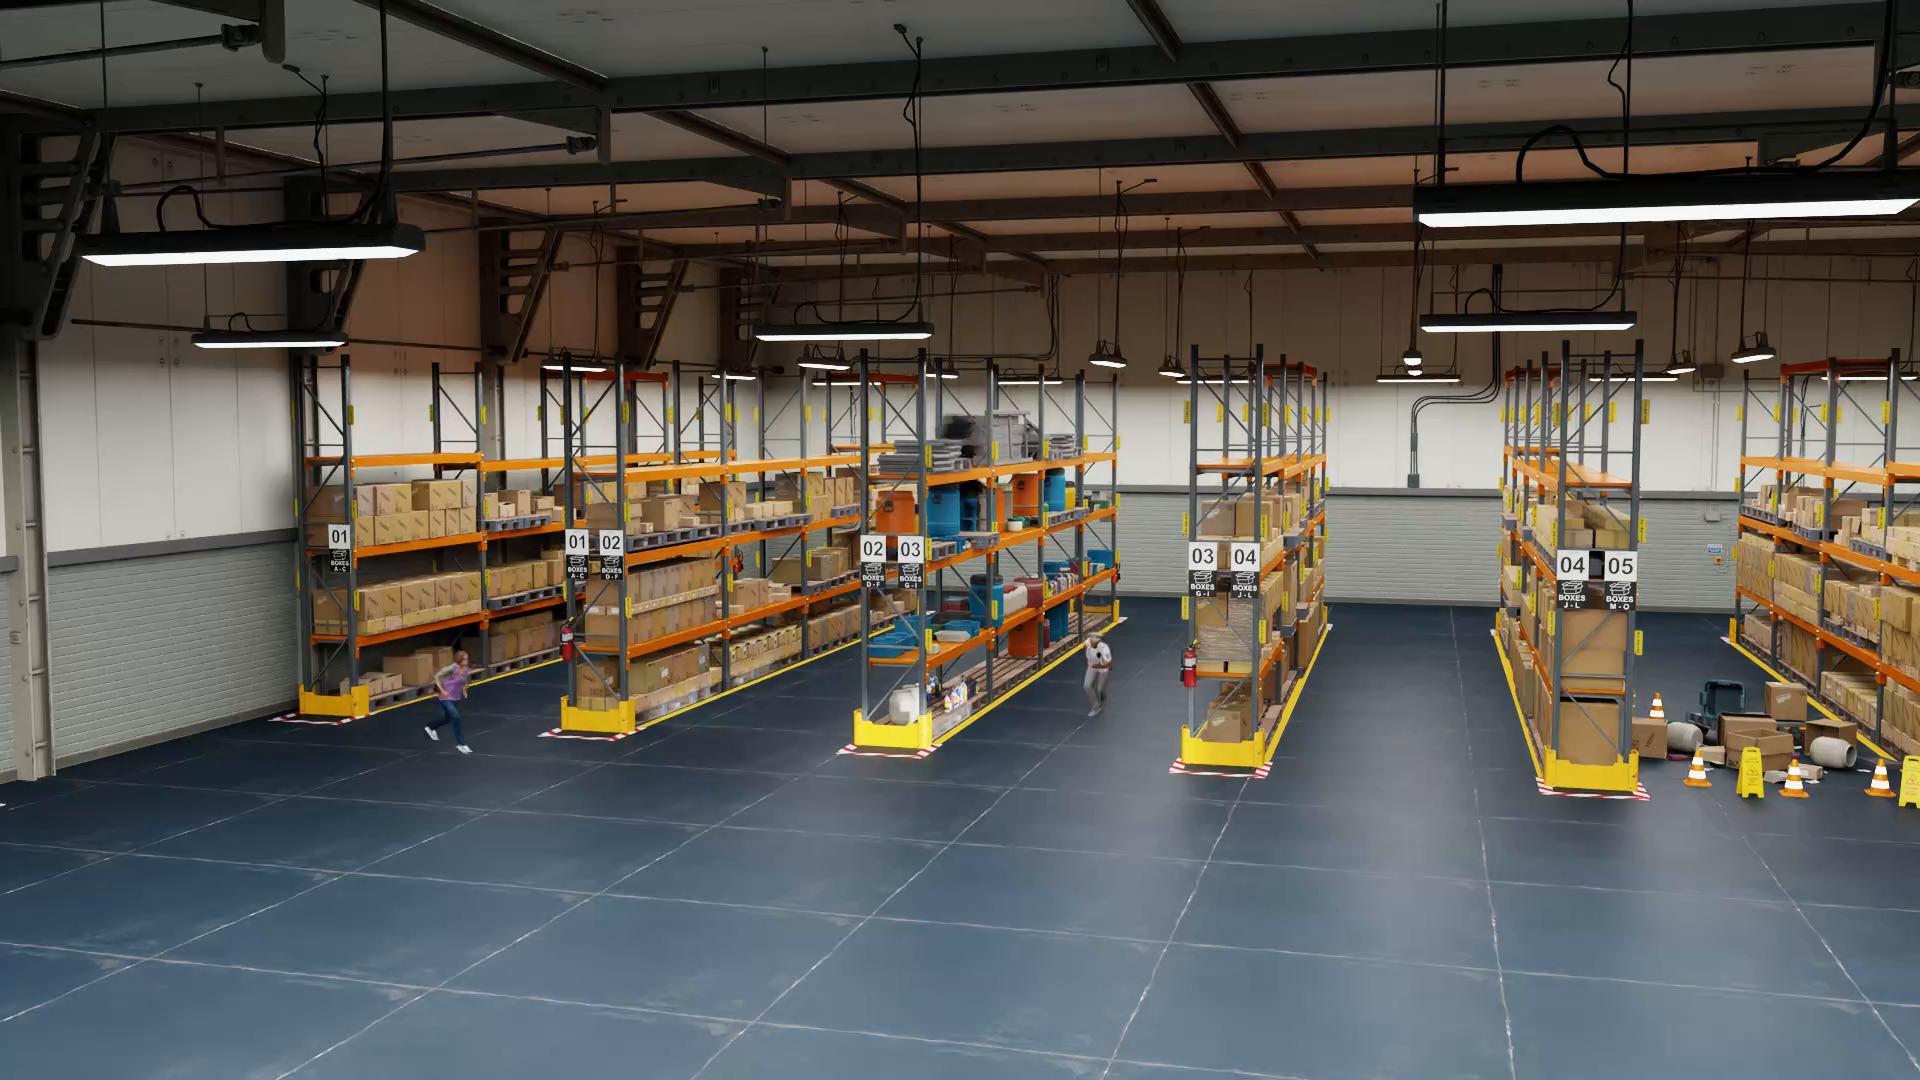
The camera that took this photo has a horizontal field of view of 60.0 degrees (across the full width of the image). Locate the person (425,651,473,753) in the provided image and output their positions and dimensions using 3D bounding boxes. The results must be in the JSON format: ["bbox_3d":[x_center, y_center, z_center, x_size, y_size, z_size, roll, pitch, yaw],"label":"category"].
[{"bbox_3d":[-7.662,2.455,24.797,0.894,1.440,0.567,3,5,34],"label":"person"}]

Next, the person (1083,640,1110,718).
[{"bbox_3d":[2.373,2.286,27.890,0.411,1.319,0.924,2,5,21],"label":"person"}]
